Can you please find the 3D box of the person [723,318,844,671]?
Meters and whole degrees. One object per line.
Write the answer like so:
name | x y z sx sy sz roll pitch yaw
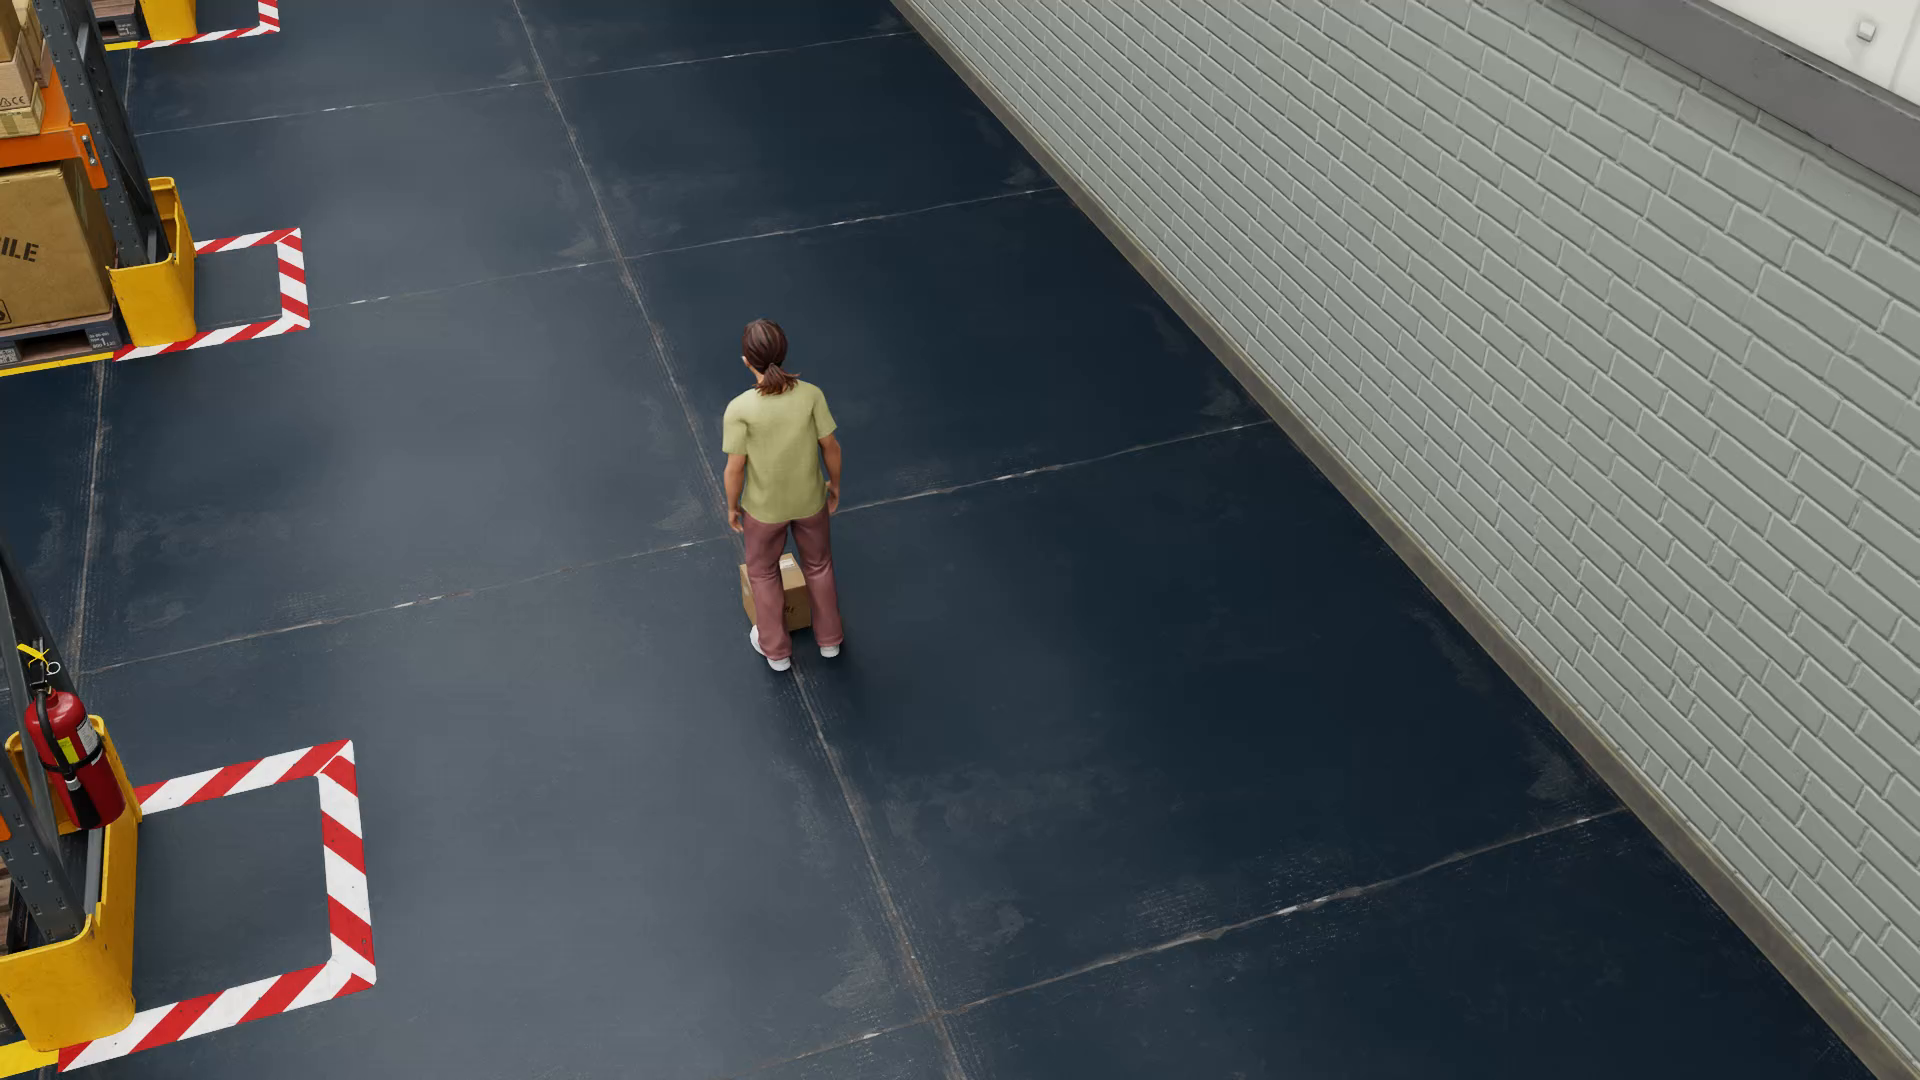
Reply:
person | -0.744 -0.158 7.005 0.497 1.651 0.360 -13 40 -16
